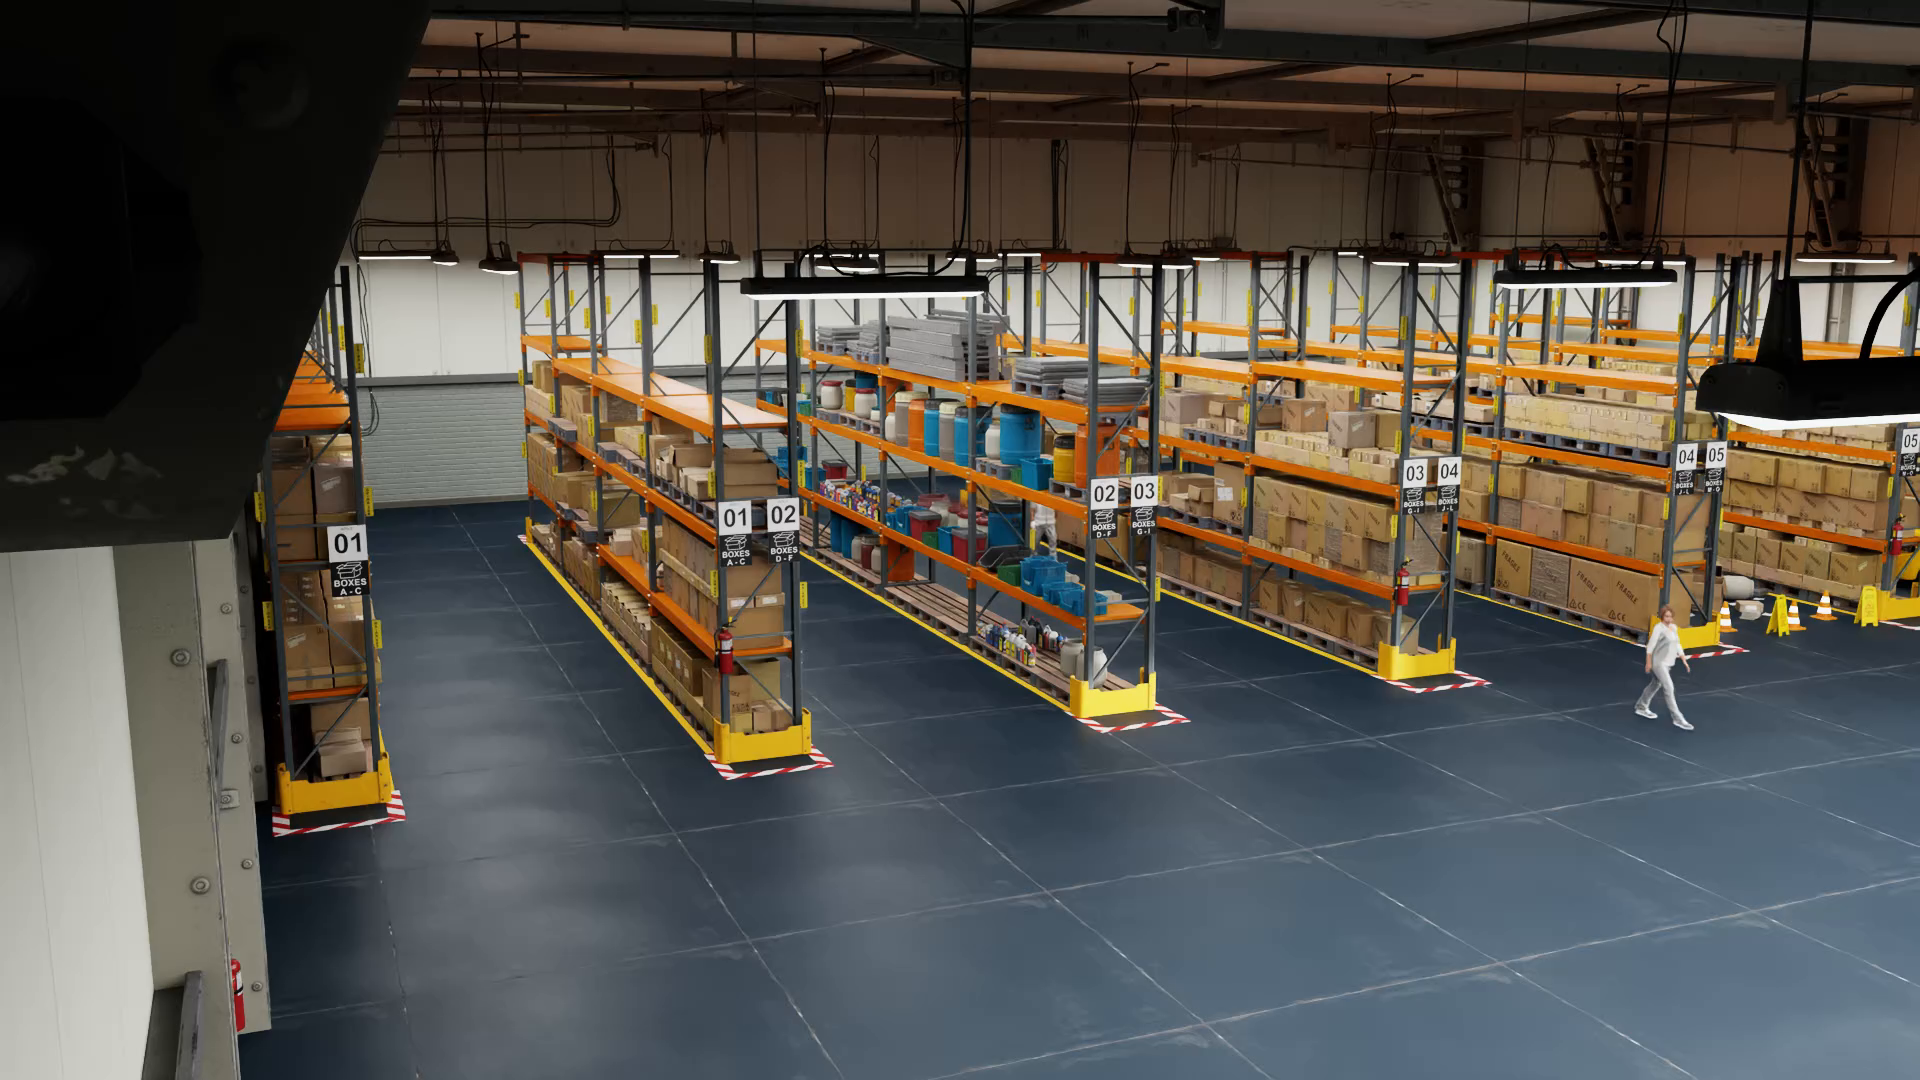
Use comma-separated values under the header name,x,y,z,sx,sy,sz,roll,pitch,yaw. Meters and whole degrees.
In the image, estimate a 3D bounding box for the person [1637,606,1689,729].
name,x,y,z,sx,sy,sz,roll,pitch,yaw
person,9.208,1.637,21.670,0.433,1.557,0.883,-4,11,-23

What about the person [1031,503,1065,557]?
name,x,y,z,sx,sy,sz,roll,pitch,yaw
person,1.670,-0.338,31.836,0.652,1.673,1.065,-4,11,-20
